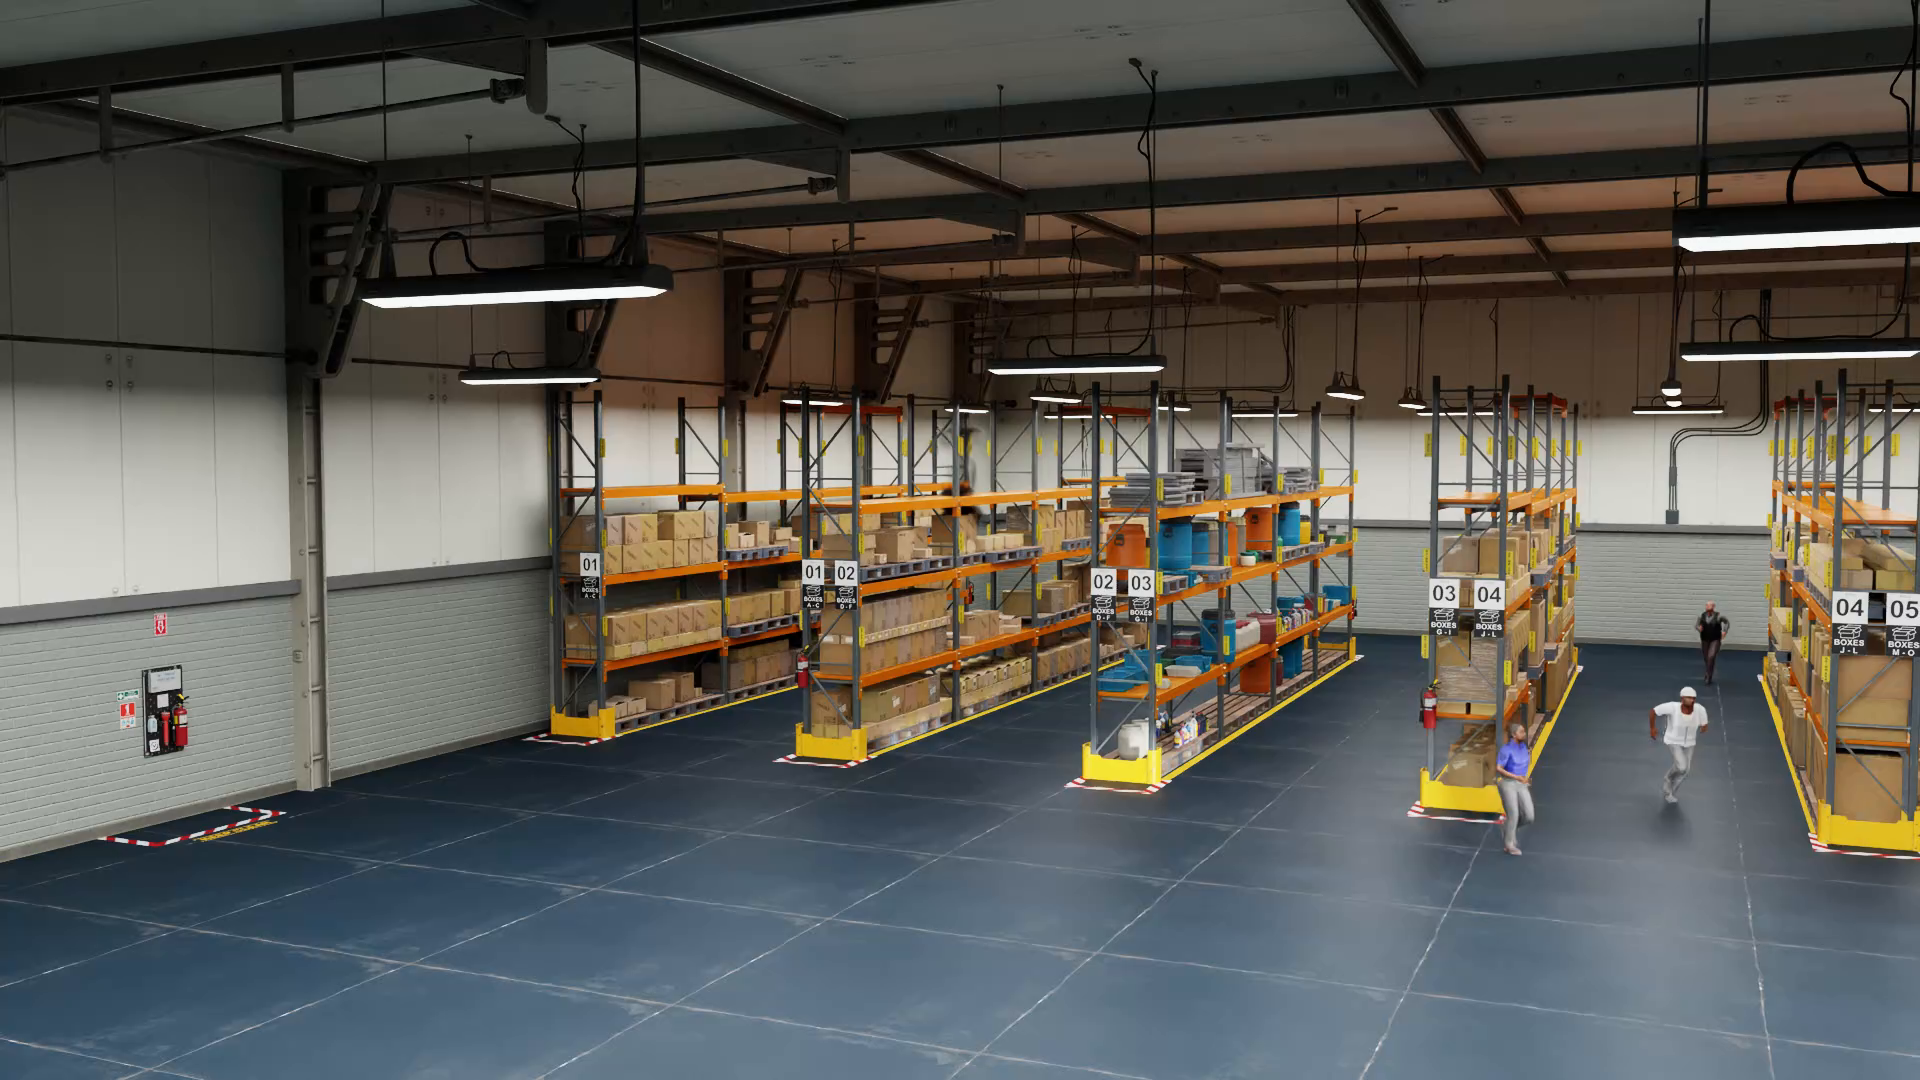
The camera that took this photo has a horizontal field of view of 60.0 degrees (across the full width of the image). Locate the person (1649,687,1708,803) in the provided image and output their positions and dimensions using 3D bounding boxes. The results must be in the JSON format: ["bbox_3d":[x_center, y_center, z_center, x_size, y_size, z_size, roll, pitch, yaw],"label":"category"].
[{"bbox_3d":[10.072,2.872,23.222,0.683,1.679,0.778,0,3,-6],"label":"person"}]

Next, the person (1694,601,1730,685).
[{"bbox_3d":[16.093,2.174,35.608,0.668,1.741,0.969,3,4,43],"label":"person"}]

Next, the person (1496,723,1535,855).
[{"bbox_3d":[6.858,3.066,20.469,0.564,1.622,0.542,-2,4,-29],"label":"person"}]
